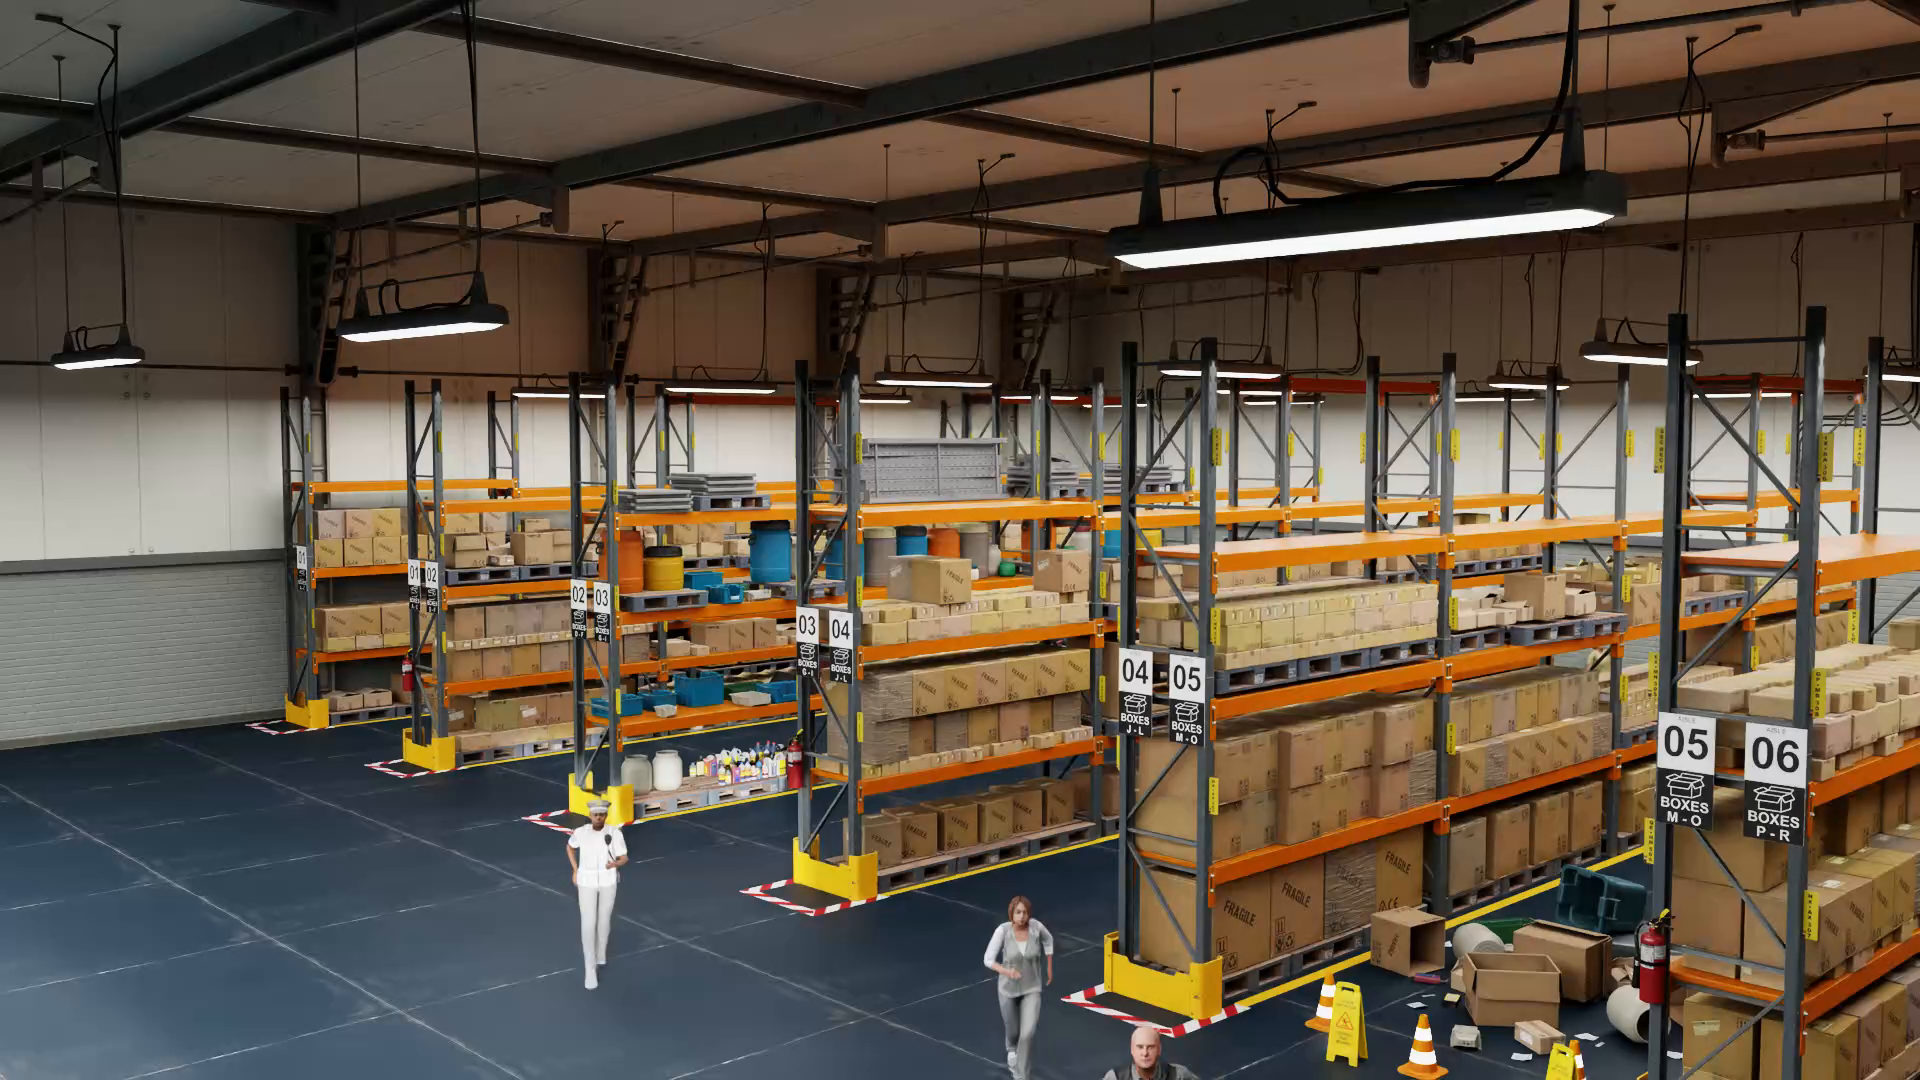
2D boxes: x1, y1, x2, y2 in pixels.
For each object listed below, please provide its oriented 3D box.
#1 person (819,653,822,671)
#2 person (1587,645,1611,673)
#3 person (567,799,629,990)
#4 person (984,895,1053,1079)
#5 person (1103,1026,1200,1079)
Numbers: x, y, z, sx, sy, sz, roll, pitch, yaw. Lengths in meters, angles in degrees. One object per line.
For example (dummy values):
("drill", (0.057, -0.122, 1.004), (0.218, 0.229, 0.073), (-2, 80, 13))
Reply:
("person", (-2.916, 2.235, 33.276), (0.510, 1.639, 0.733), (3, 5, 42))
("person", (11.322, 2.487, 29.212), (0.570, 1.599, 0.561), (-1, 4, -8))
("person", (-3.442, 3.310, 15.825), (0.563, 1.756, 0.794), (-1, 4, -16))
("person", (0.461, 3.538, 12.988), (0.562, 1.614, 0.899), (0, 4, -3))
("person", (1.096, 3.700, 9.719), (0.687, 1.784, 0.898), (0, 4, 7))
